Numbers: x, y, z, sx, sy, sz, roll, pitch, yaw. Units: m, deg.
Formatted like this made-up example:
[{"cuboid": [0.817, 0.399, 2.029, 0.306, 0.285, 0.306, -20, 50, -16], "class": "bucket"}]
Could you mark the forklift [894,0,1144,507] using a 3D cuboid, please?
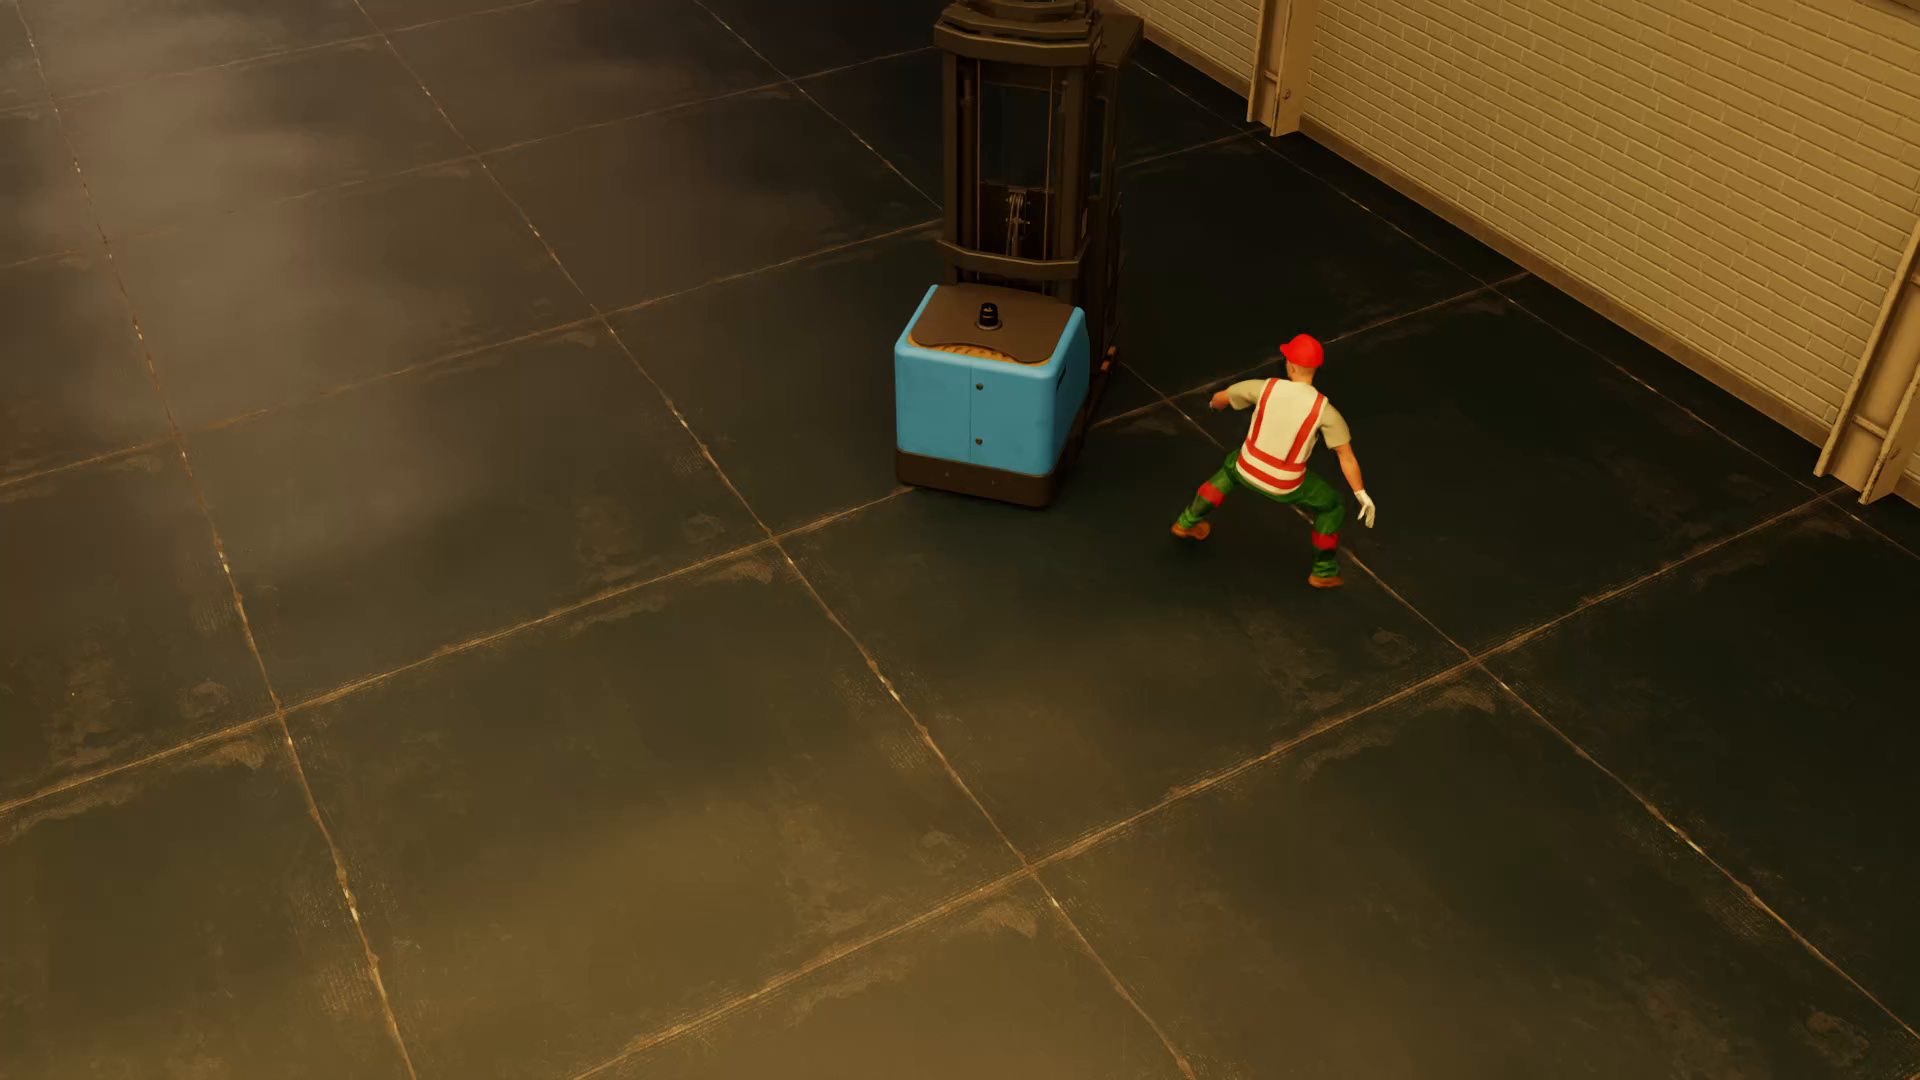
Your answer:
[{"cuboid": [0.502, -2.285, 10.791, 1.130, 2.935, 3.031, 11, 41, 13], "class": "forklift"}]

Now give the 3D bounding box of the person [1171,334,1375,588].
[{"cuboid": [1.903, -0.407, 9.610, 1.205, 1.674, 0.527, 25, 46, 27], "class": "person"}]
